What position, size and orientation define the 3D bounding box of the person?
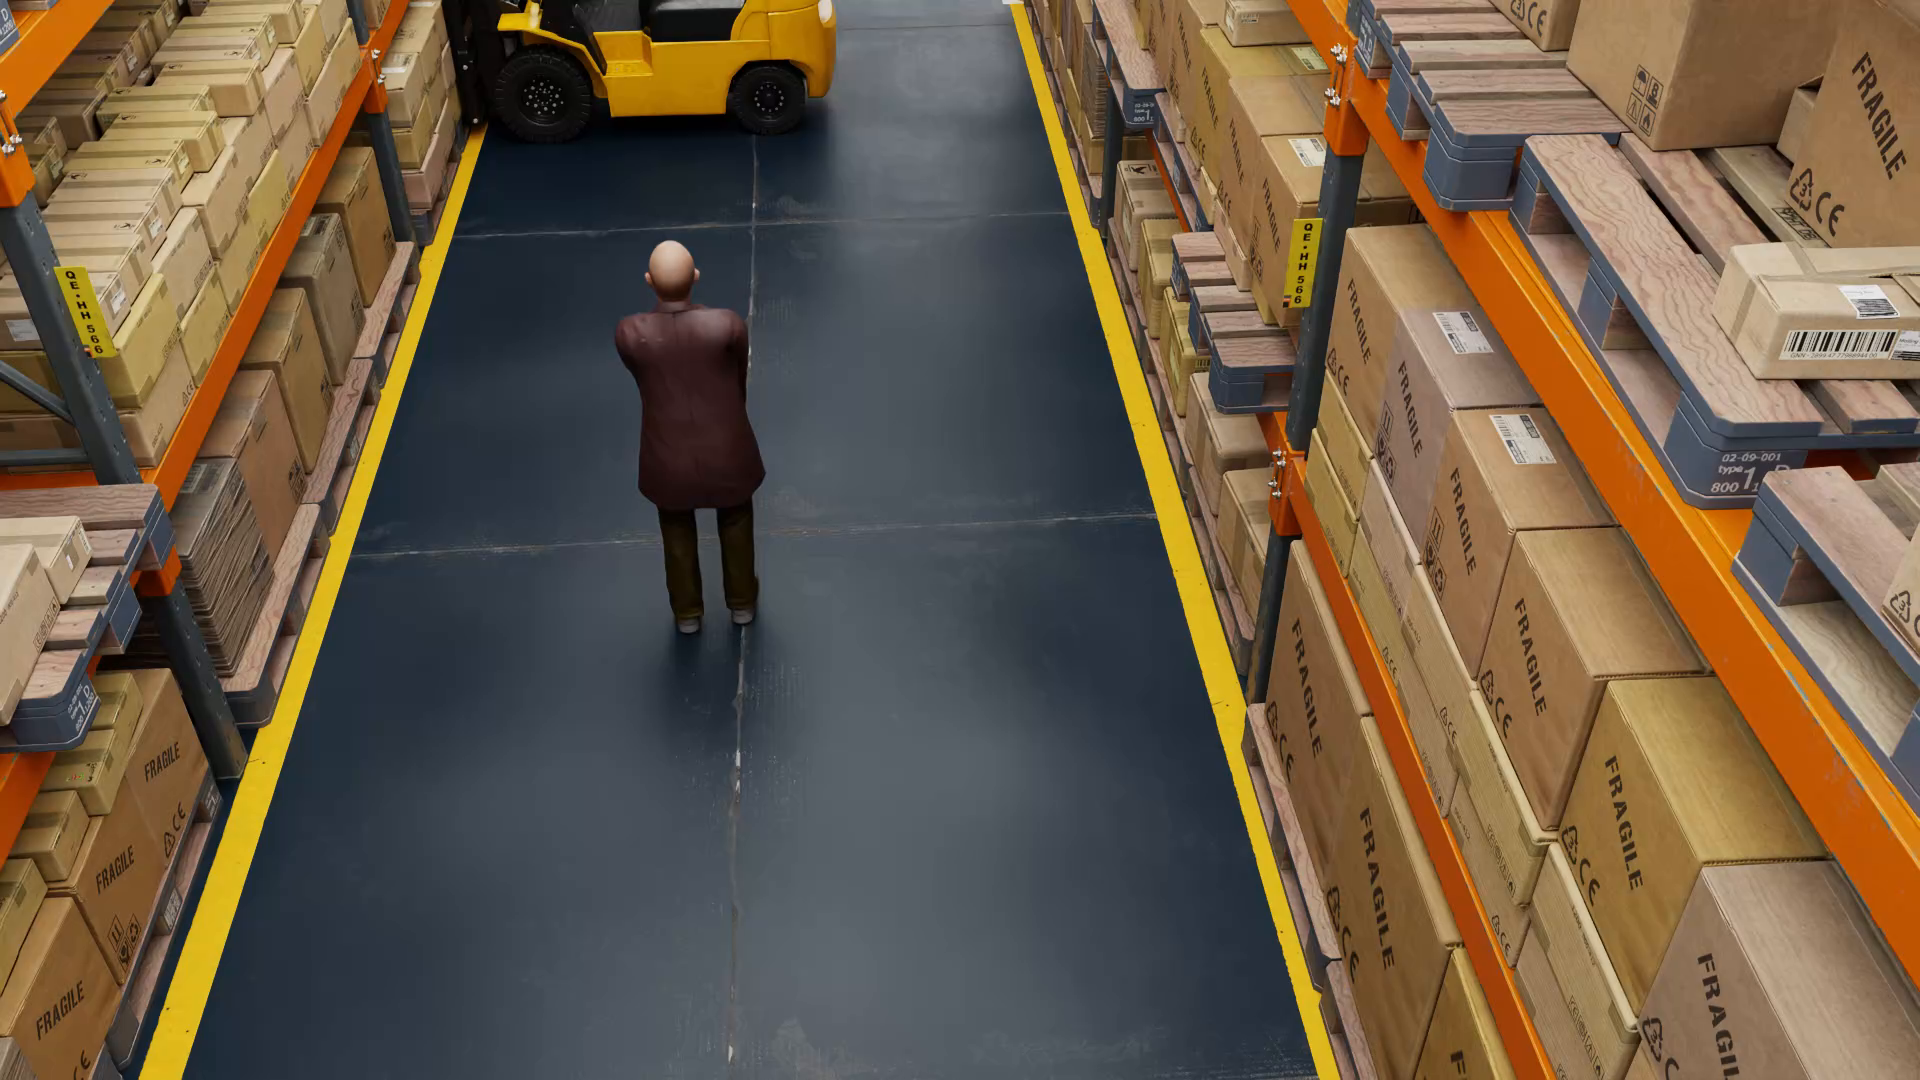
[{"bbox_3d":[-1.064,-0.442,6.723,0.525,1.779,0.558,-4,39,-5],"label":"person"}]
